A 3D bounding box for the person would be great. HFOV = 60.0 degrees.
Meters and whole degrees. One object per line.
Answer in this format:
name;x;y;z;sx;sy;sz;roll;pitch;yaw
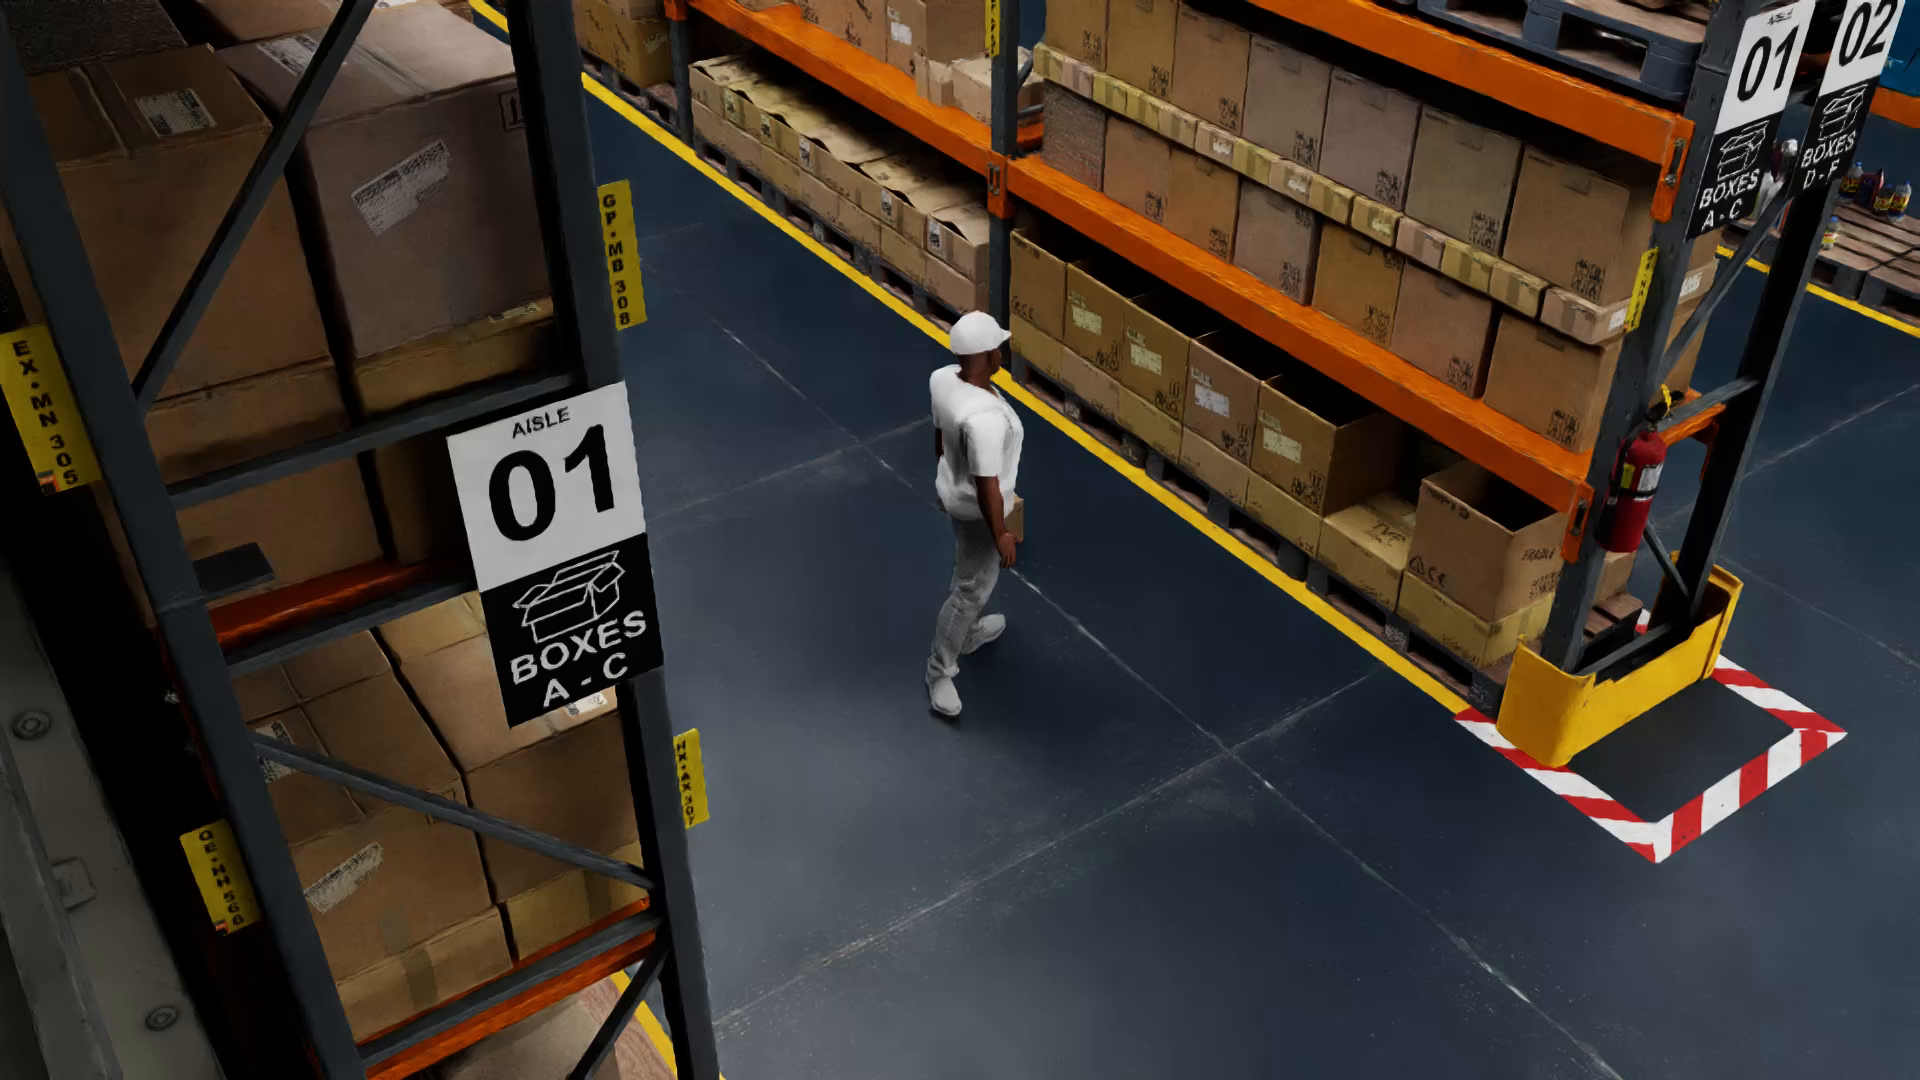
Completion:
person;0.048;-0.117;7.146;0.474;1.772;0.706;-8;37;-10
